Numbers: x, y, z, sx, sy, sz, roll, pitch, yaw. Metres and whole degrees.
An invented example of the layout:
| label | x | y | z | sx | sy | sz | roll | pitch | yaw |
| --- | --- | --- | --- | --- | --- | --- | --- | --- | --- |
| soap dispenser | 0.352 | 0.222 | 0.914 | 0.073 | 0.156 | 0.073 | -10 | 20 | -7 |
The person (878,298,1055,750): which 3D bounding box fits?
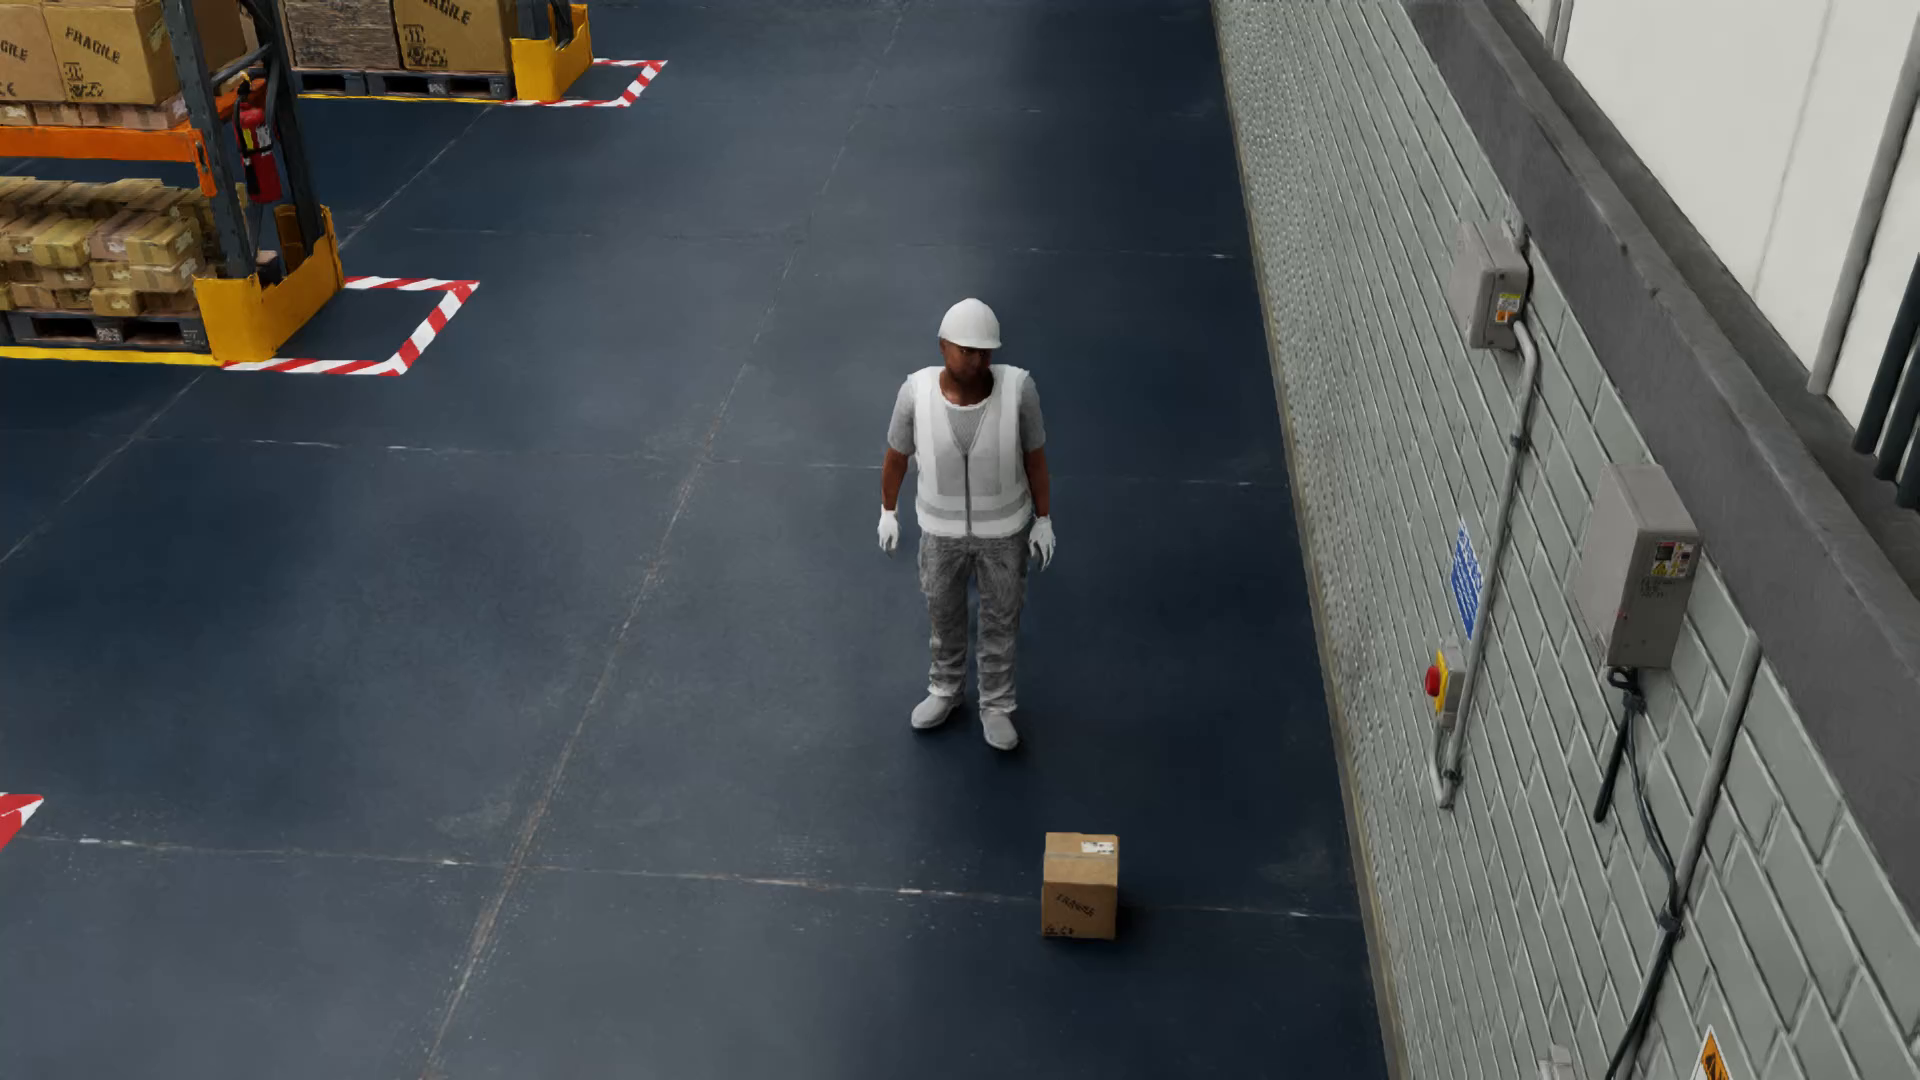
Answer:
| label | x | y | z | sx | sy | sz | roll | pitch | yaw |
| --- | --- | --- | --- | --- | --- | --- | --- | --- | --- |
| person | 0.016 | -0.036 | 6.133 | 0.671 | 1.791 | 0.453 | 3 | 32 | 4 |
